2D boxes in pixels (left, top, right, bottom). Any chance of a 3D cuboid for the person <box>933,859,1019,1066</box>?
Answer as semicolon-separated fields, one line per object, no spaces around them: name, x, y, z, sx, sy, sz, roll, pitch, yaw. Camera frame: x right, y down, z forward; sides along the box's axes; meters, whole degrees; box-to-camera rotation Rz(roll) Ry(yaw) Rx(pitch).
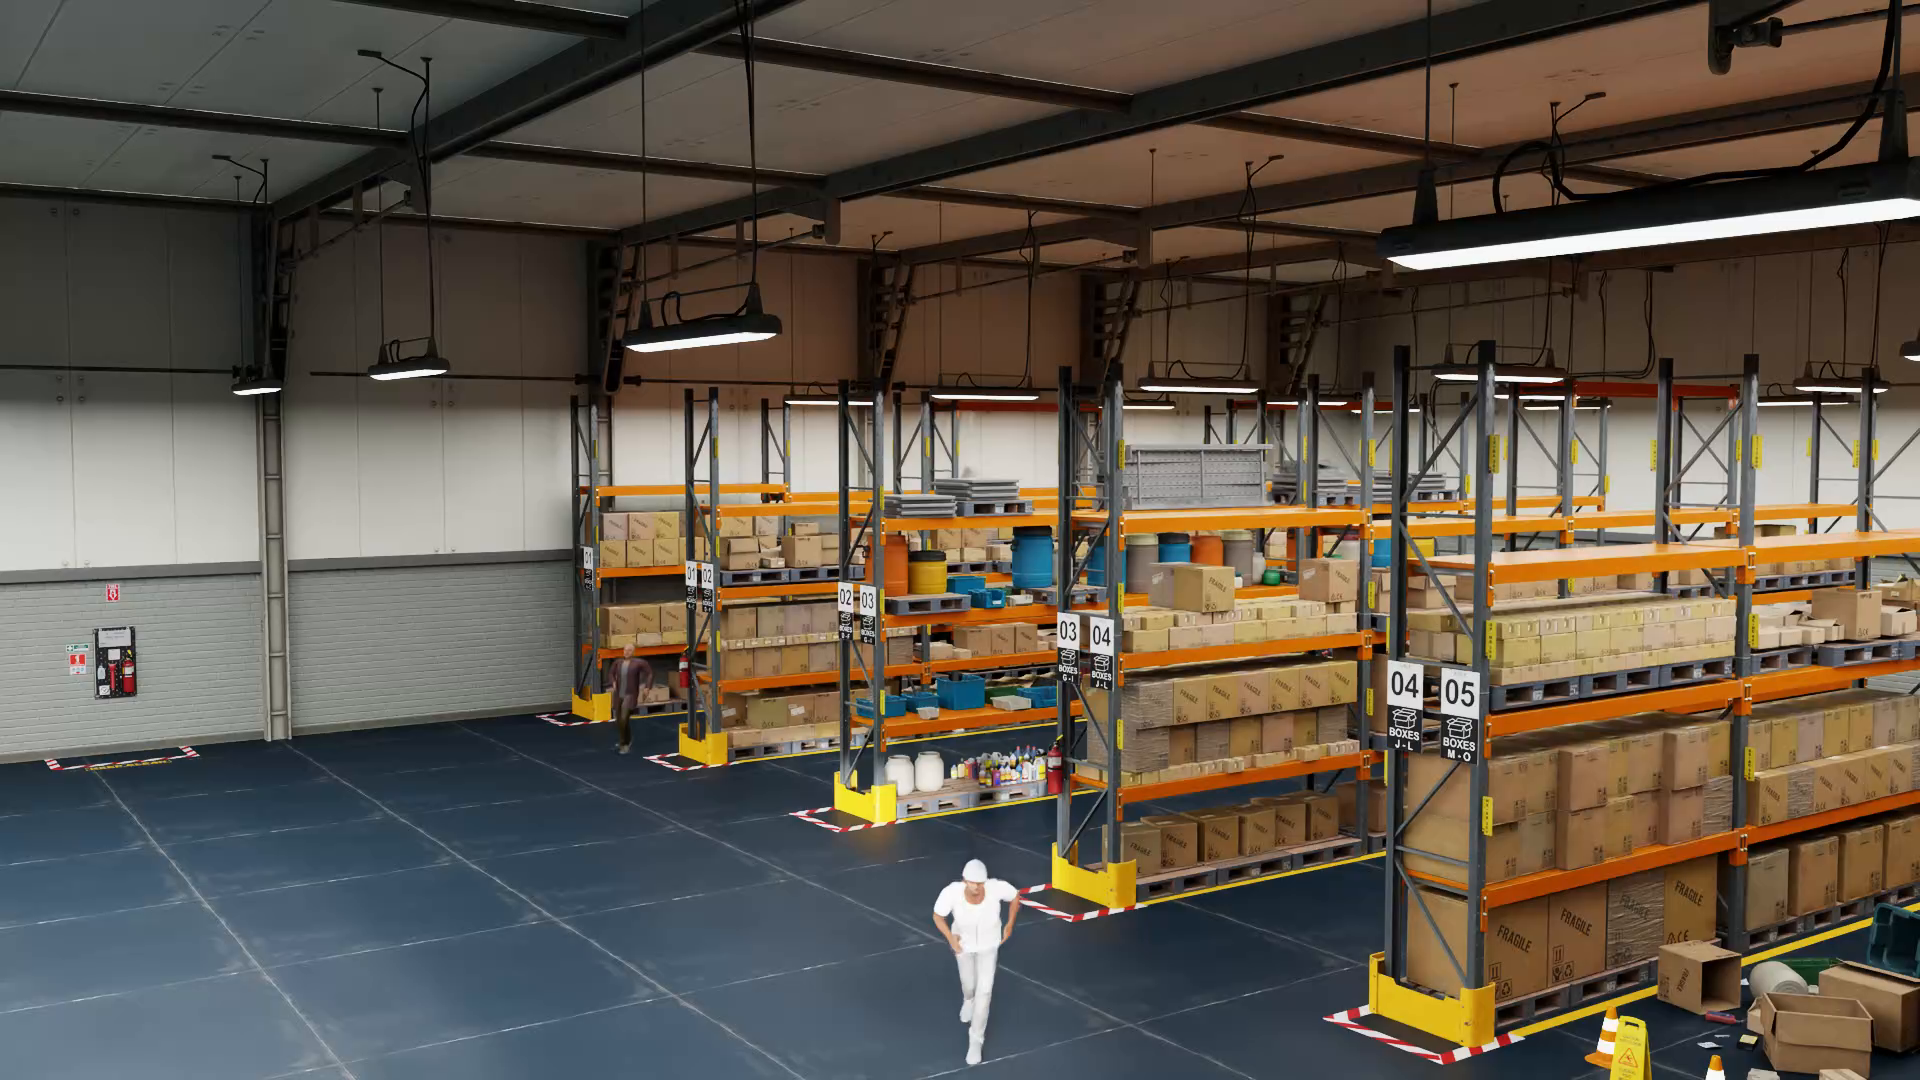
person;0.134;3.489;14.189;0.741;1.711;1.055;0;3;-3

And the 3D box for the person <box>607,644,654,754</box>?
person;-5.496;2.645;27.627;0.768;1.868;0.697;1;4;17
